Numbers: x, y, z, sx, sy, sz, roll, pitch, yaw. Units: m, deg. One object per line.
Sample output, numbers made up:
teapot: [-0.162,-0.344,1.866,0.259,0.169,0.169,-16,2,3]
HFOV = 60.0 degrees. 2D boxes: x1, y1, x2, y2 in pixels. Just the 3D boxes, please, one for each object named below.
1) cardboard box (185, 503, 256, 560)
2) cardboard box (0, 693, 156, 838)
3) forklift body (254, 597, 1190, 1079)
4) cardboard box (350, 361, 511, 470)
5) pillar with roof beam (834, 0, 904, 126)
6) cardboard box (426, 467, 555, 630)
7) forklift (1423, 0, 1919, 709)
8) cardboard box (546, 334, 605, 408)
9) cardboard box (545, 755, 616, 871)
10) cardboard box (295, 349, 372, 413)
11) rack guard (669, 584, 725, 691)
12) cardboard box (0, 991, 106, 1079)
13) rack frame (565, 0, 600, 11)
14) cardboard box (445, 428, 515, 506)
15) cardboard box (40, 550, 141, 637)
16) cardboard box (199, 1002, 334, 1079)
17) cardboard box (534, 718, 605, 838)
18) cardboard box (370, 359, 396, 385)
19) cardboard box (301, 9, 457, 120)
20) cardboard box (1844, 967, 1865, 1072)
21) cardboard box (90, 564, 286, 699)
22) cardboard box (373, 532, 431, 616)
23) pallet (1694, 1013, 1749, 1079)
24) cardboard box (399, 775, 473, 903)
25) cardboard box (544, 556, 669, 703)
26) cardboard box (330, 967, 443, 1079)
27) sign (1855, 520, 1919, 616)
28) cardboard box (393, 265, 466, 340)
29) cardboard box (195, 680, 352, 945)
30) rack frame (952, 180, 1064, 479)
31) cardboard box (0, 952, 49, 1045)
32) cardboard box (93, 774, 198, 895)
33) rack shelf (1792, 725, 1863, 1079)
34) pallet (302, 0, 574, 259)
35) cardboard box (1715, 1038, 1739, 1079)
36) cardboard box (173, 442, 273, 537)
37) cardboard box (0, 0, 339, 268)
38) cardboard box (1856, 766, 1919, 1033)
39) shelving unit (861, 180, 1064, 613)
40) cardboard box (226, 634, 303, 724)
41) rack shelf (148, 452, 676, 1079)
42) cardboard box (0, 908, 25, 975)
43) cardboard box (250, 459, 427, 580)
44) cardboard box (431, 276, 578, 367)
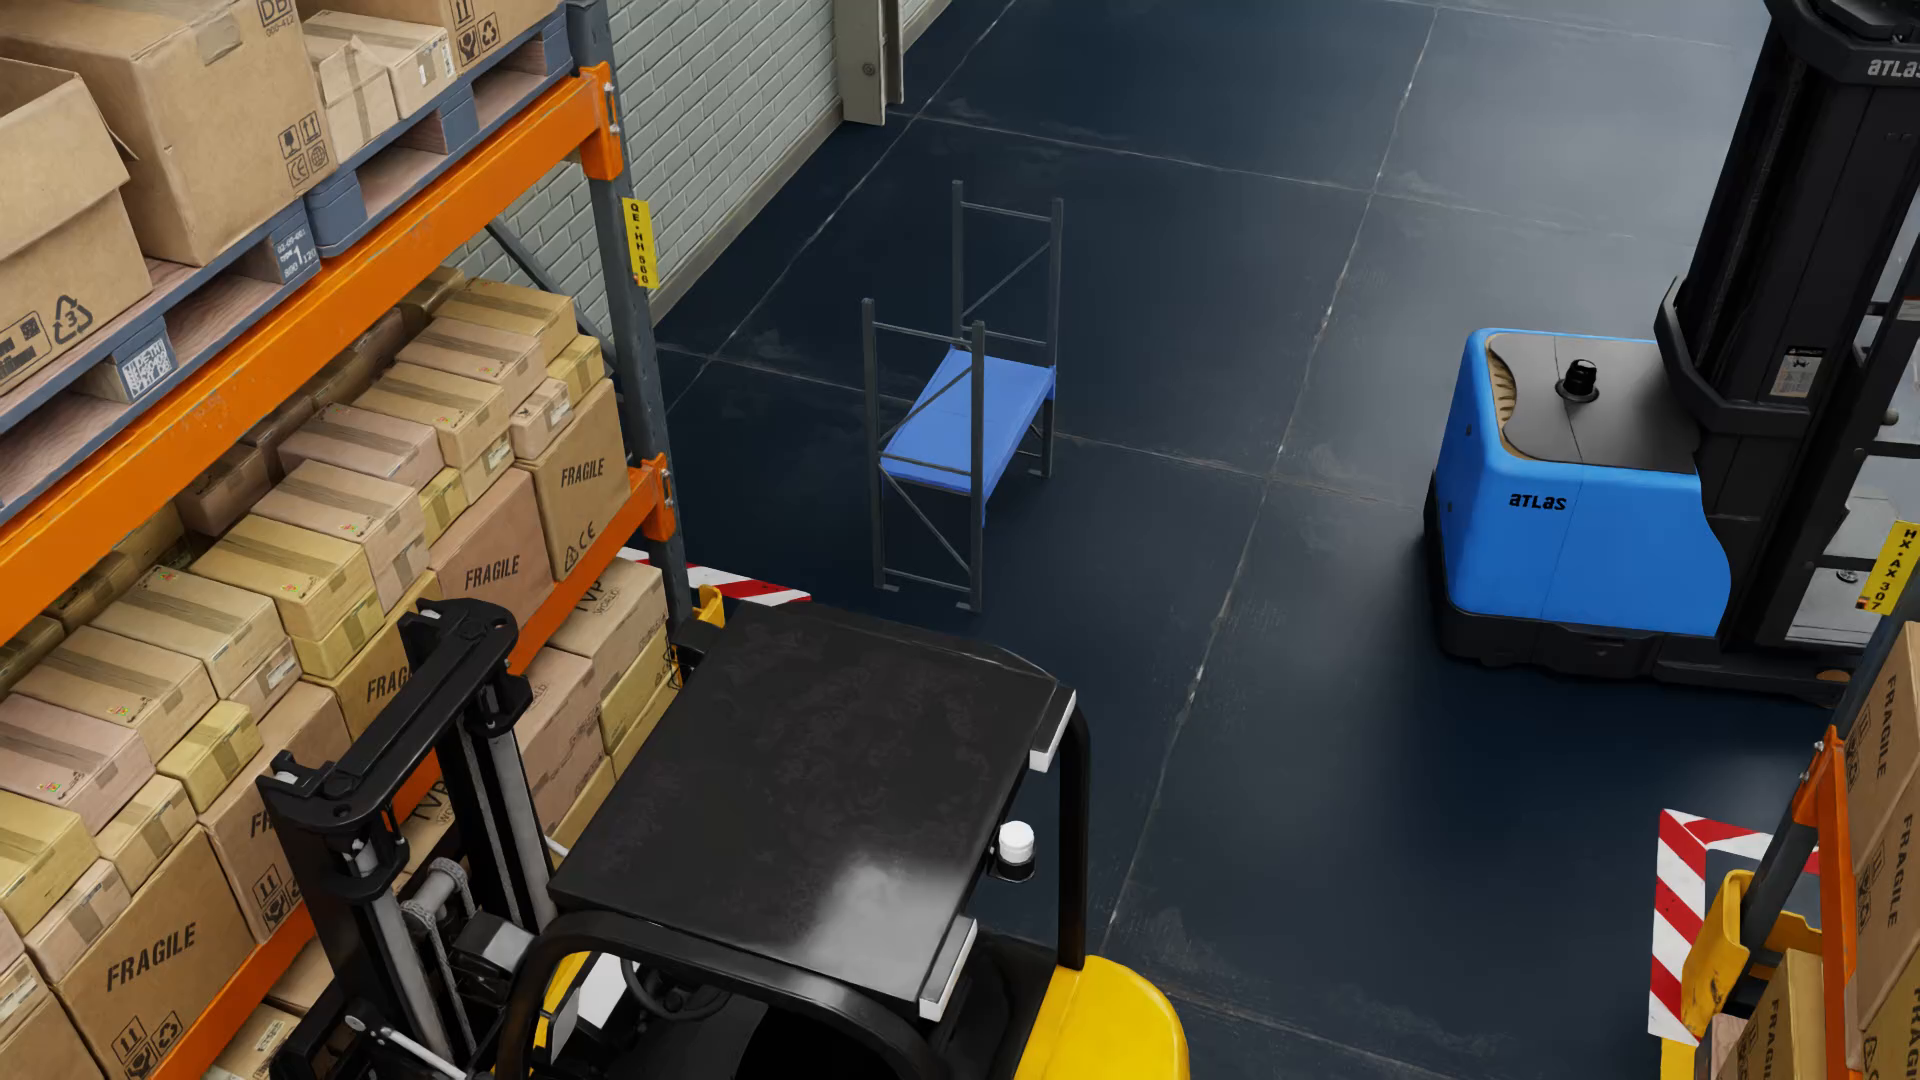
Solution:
cardboard box: [-2.331,-0.101,4.934,0.380,0.149,0.250,14,42,15]
cardboard box: [-2.168,0.540,3.953,0.380,0.149,0.250,13,42,15]
forklift body: [-0.488,1.315,4.505,2.313,2.155,1.214,13,42,15]
cardboard box: [-1.597,-0.379,5.031,0.380,0.149,0.250,14,42,16]
pillar with roof beam: [3.458,-5.331,7.019,9.100,9.000,0.400,13,42,15]
cardboard box: [-1.662,0.065,5.239,0.500,0.500,0.500,15,43,16]
forklift: [3.591,-0.769,6.347,3.031,2.935,1.130,5,41,6]
cardboard box: [-1.409,-0.581,5.496,0.380,0.149,0.250,14,42,16]
cardboard box: [-1.597,0.975,6.045,0.500,0.250,0.500,13,42,15]
cardboard box: [-2.068,-0.494,5.165,0.380,0.149,0.250,14,42,16]
rack guard: [-1.546,0.367,6.888,1.175,0.500,0.348,13,42,15]
cardboard box: [-2.362,1.298,3.794,0.500,0.500,0.500,14,42,16]
rack frame: [-1.554,-2.852,4.113,1.000,3.000,0.127,13,42,15]
cardboard box: [-1.615,-0.273,5.136,0.380,0.149,0.250,14,42,16]
cardboard box: [-2.425,0.127,4.438,0.380,0.149,0.250,13,42,15]
cardboard box: [-2.118,1.535,4.618,0.500,0.250,0.500,15,43,17]
cardboard box: [-1.608,0.796,5.869,0.500,0.250,0.500,13,42,15]
cardboard box: [-1.938,-0.540,5.449,0.380,0.149,0.250,13,42,15]
cardboard box: [-1.552,-1.240,4.328,0.380,0.149,0.250,12,42,14]
cardboard box: [2.431,1.232,4.142,0.380,0.149,0.250,14,42,16]
cardboard box: [-1.997,0.235,4.311,0.380,0.149,0.250,14,42,16]
cardboard box: [-1.757,0.049,4.759,0.380,0.149,0.250,12,42,14]
pallet: [2.775,2.125,5.051,1.003,0.211,1.213,13,42,15]
cardboard box: [-1.751,0.909,5.351,0.500,0.250,0.500,14,42,16]
cardboard box: [-1.418,0.287,6.081,0.500,0.250,0.500,15,43,17]
cardboard box: [-1.939,1.420,5.138,0.500,0.250,0.500,13,42,15]
sign: [2.602,0.080,4.631,0.100,0.325,0.005,13,42,15]
cardboard box: [-1.869,-0.810,5.536,0.380,0.149,0.250,13,42,14]
cardboard box: [-1.998,0.687,4.510,0.500,0.500,0.500,14,42,15]
rack frame: [0.203,-0.933,7.641,0.500,1.500,0.032,13,42,15]
cardboard box: [-2.261,0.992,3.653,0.380,0.149,0.250,14,42,16]
cardboard box: [-2.101,0.675,4.024,0.380,0.149,0.250,12,42,14]
rack shelf: [2.428,2.023,3.575,1.077,0.370,4.000,13,42,15]
pallet: [-1.820,-1.251,4.616,1.003,0.211,1.213,13,42,15]
cardboard box: [2.576,1.847,5.023,0.500,0.250,0.500,13,42,15]
cardboard box: [-2.233,-0.180,4.797,0.380,0.149,0.250,15,43,16]
cardboard box: [-1.920,-1.020,3.799,0.700,0.500,0.500,14,42,15]
cardboard box: [2.515,0.923,4.005,0.500,0.500,0.500,15,43,16]
shelving unit: [0.029,-0.623,7.278,0.538,1.500,1.048,13,42,15]
cardboard box: [-1.995,0.339,4.418,0.380,0.149,0.250,13,42,15]
rack shelf: [-2.238,0.924,4.864,1.077,0.370,4.000,13,42,15]
cardboard box: [-2.266,0.872,3.564,0.380,0.149,0.250,14,42,16]
cardboard box: [-1.737,-0.060,4.657,0.380,0.149,0.250,14,43,16]
cardboard box: [-1.478,-0.702,5.410,0.380,0.149,0.250,13,42,15]
